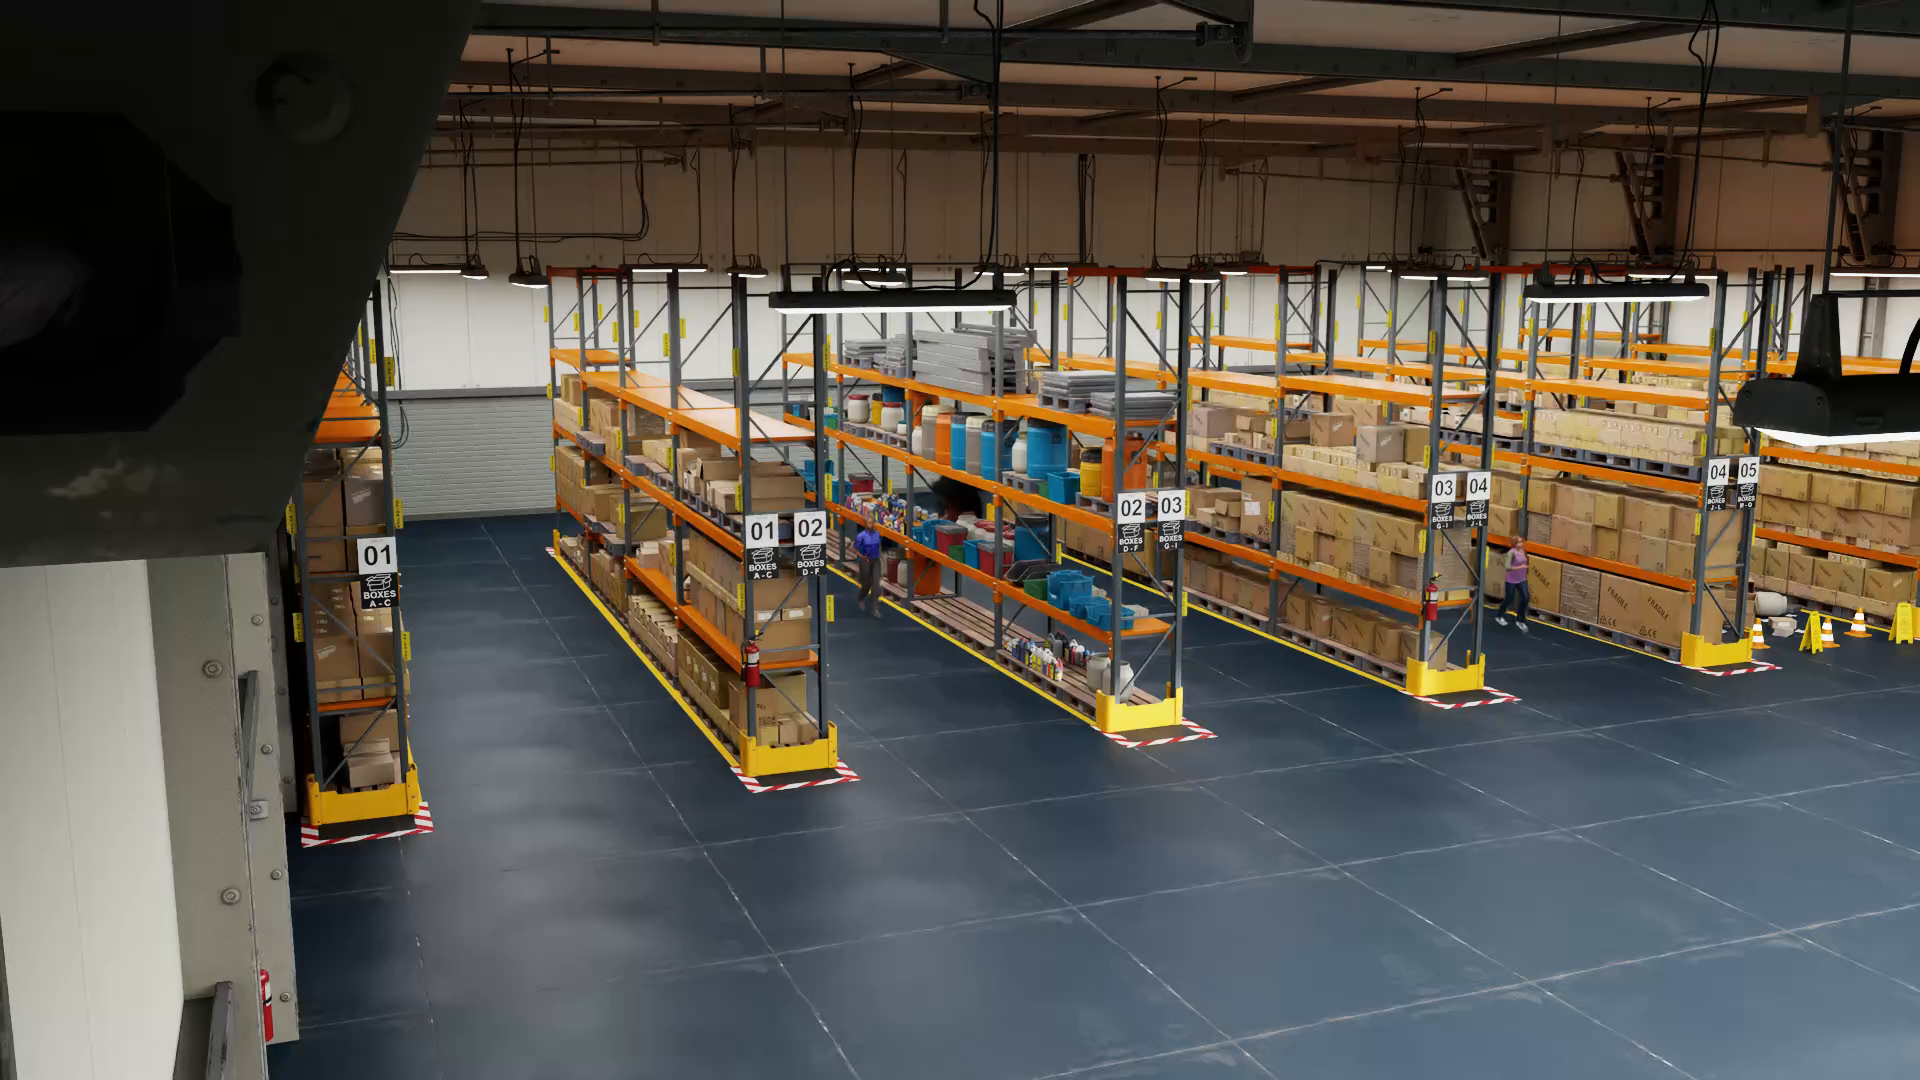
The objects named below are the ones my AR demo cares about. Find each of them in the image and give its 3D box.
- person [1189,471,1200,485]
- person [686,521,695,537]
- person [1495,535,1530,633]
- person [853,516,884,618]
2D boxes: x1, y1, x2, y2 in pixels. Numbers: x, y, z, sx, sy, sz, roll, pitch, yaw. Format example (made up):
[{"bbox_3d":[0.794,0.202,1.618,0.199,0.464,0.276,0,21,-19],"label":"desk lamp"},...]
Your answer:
[{"bbox_3d":[6.025,-1.739,41.700,0.558,1.698,0.709,2,10,13],"label":"person"},{"bbox_3d":[-5.694,-0.449,34.574,0.595,1.648,0.889,-6,12,-32],"label":"person"},{"bbox_3d":[9.293,0.729,27.871,0.522,1.624,0.700,-5,11,-26],"label":"person"},{"bbox_3d":[-1.504,0.433,27.834,0.585,1.651,0.758,-5,11,-26],"label":"person"}]
